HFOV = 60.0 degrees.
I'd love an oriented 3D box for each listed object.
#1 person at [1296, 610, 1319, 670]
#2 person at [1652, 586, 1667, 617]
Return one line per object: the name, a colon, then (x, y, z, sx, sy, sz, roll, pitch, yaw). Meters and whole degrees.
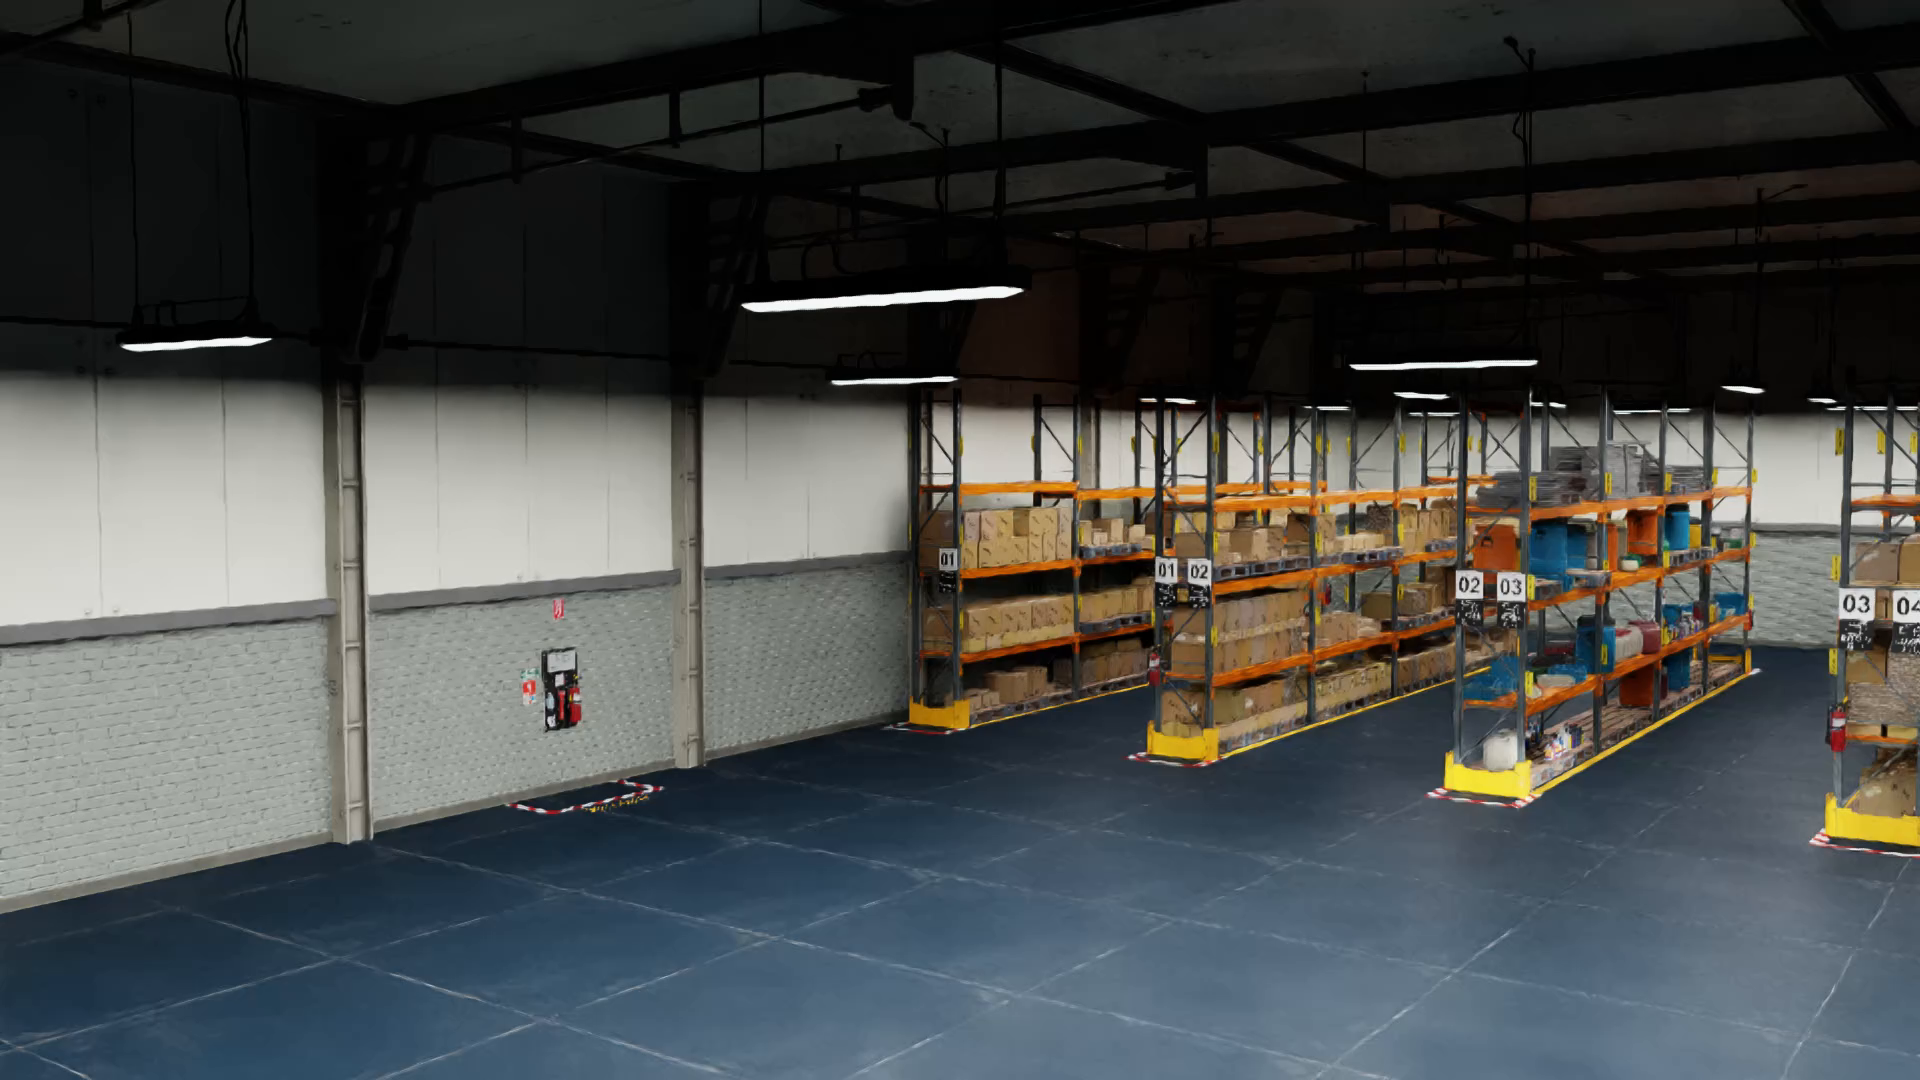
person: (7.334, 2.232, 35.081, 0.419, 1.501, 1.043, 3, 4, 38)
person: (16.049, 1.933, 38.100, 0.424, 1.761, 0.640, 1, 3, 19)
